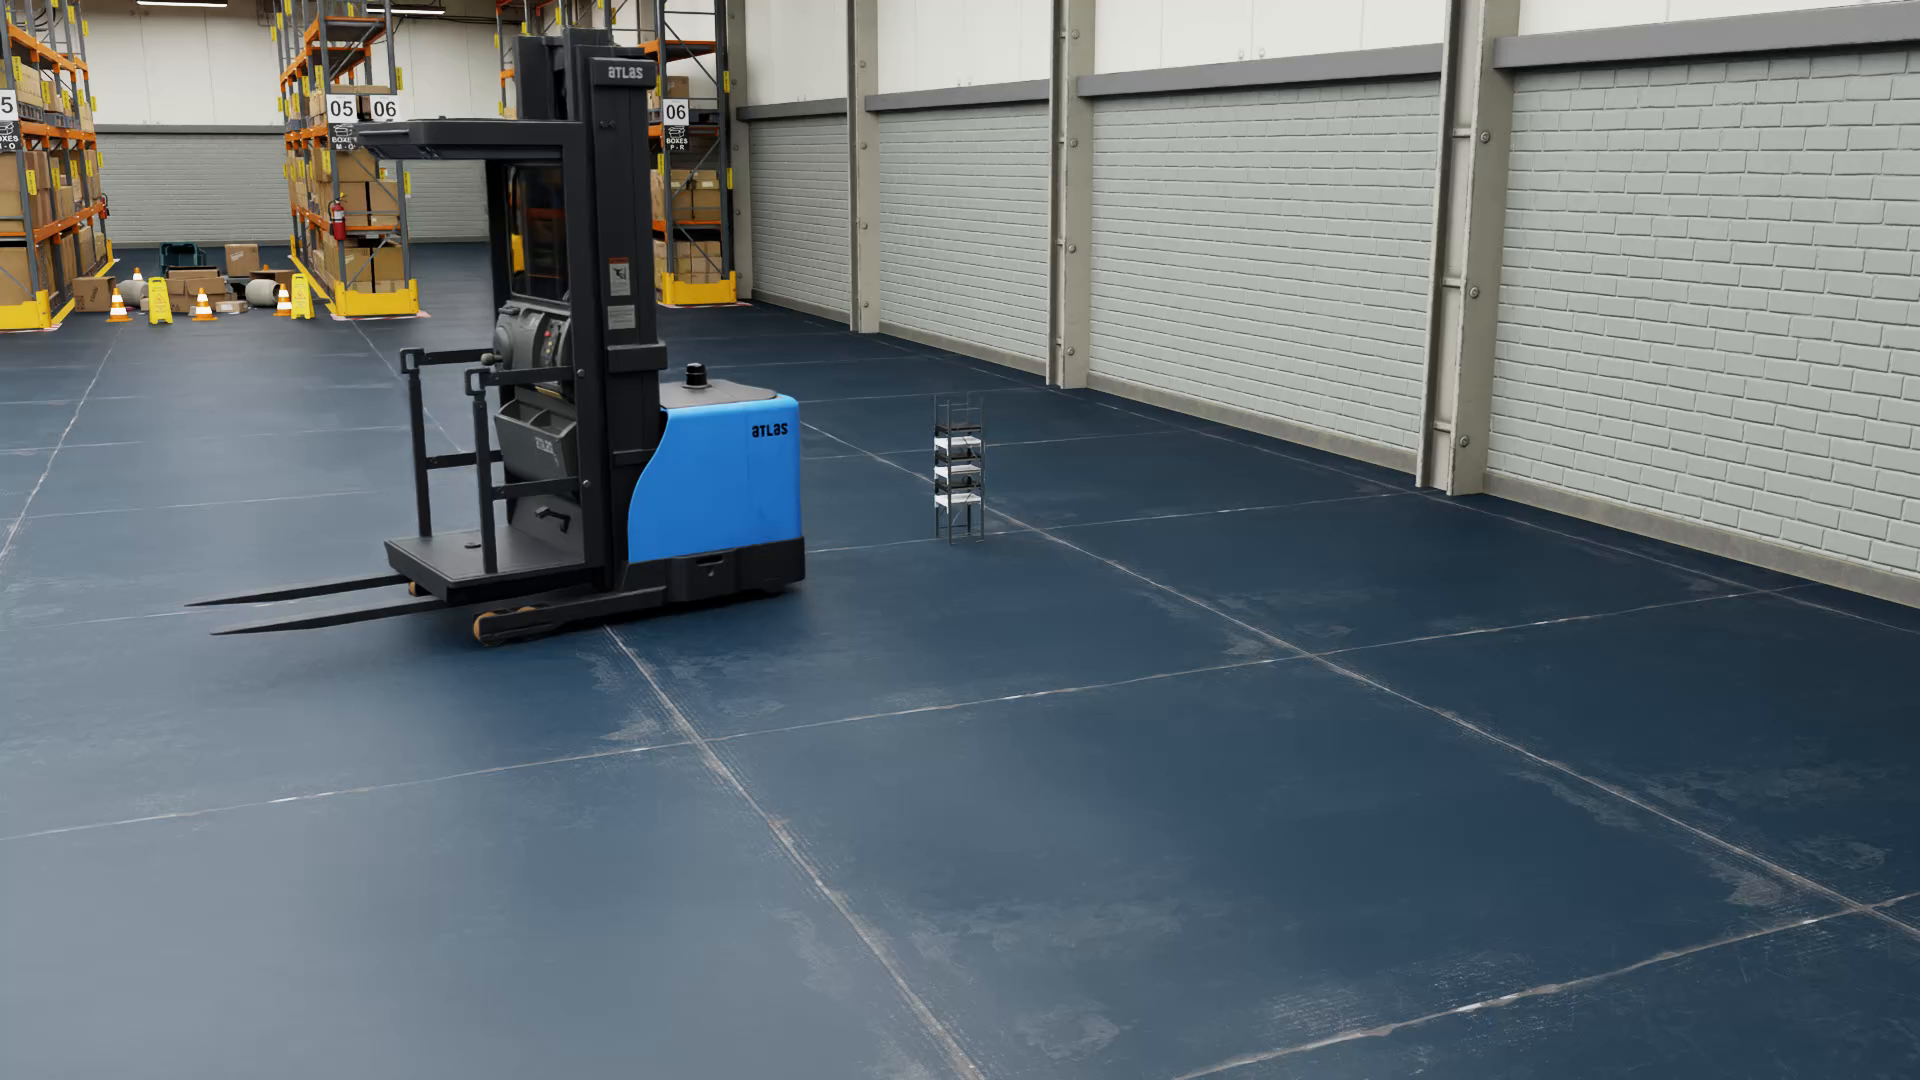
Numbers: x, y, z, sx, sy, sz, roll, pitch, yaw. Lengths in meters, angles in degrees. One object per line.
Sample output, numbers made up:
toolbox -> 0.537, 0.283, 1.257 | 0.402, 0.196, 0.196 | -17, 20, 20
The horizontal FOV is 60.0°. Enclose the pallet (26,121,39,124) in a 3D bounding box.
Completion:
pallet -> -15.290, -6.784, 26.803 | 0.805, 0.209, 1.217 | -6, 14, -25

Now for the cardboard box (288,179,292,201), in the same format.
cardboard box -> -15.260, -8.102, 38.502 | 0.500, 0.500, 0.500 | -6, 14, -23

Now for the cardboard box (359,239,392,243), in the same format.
cardboard box -> -9.694, -4.727, 27.644 | 0.500, 0.500, 0.500 | -5, 14, -22

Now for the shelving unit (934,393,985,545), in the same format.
shelving unit -> -0.003, -0.440, 10.276 | 0.258, 0.900, 0.210 | -6, 14, -23

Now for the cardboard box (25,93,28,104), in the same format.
cardboard box -> -13.524, -6.306, 23.714 | 0.380, 0.149, 0.250 | -6, 14, -23

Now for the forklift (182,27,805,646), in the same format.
forklift -> -2.349, -1.043, 8.374 | 3.031, 2.935, 1.130 | -9, 16, -34

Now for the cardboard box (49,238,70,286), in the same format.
cardboard box -> -15.592, -4.660, 27.908 | 1.050, 0.750, 0.750 | -6, 14, -23

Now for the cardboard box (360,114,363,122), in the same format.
cardboard box -> -8.999, -6.463, 25.545 | 0.380, 0.149, 0.250 | -6, 14, -23

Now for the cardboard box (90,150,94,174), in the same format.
cardboard box -> -18.639, -7.999, 35.179 | 0.500, 0.500, 0.500 | -6, 14, -25

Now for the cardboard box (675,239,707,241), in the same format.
cardboard box -> -4.456, -4.893, 27.810 | 0.500, 0.250, 0.500 | -6, 14, -23

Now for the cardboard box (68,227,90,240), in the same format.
cardboard box -> -17.359, -5.998, 32.581 | 0.500, 0.250, 0.500 | -5, 14, -20

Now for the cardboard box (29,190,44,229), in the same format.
cardboard box -> -13.815, -4.789, 24.078 | 0.875, 0.550, 0.550 | -6, 14, -23

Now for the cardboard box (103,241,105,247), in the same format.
cardboard box -> -19.212, -6.588, 36.913 | 0.380, 0.149, 0.250 | -6, 14, -24

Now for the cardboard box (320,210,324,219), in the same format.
cardboard box -> -10.550, -5.483, 27.964 | 0.380, 0.149, 0.250 | -6, 14, -23

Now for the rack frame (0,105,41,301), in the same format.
rack frame -> -13.275, -4.405, 22.750 | 1.000, 3.000, 0.127 | -6, 14, -23

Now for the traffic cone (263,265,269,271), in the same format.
traffic cone -> -12.162, -4.593, 29.189 | 0.336, 0.463, 0.334 | -6, 14, -23

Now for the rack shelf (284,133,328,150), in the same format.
rack shelf -> -14.388, -8.876, 37.012 | 1.077, 0.370, 4.000 | -6, 14, -23

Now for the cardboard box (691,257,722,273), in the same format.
cardboard box -> -4.232, -4.546, 27.419 | 0.500, 0.250, 0.500 | -5, 14, -22

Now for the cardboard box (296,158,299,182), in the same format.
cardboard box -> -13.445, -7.668, 34.411 | 0.500, 0.500, 0.500 | -6, 14, -23

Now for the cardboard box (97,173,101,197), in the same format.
cardboard box -> -19.269, -7.835, 36.687 | 0.500, 0.500, 0.500 | -5, 14, -22

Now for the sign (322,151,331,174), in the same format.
sign -> -9.297, -5.545, 24.407 | 0.100, 0.325, 0.005 | -6, 14, -23

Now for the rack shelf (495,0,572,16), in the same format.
rack shelf -> -9.842, -12.406, 38.239 | 1.077, 0.370, 4.000 | -6, 14, -23

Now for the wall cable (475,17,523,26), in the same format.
wall cable -> -11.731, -15.542, 45.229 | 2.988, 3.039, 0.133 | -6, 14, -23

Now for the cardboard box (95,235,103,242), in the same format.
cardboard box -> -18.768, -6.521, 35.963 | 0.380, 0.149, 0.250 | -5, 14, -21

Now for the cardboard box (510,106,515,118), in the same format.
cardboard box -> -10.295, -10.081, 39.185 | 0.500, 0.250, 0.500 | -6, 14, -24

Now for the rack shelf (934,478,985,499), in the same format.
rack shelf -> -0.003, -0.320, 10.303 | 0.258, 0.077, 0.200 | -6, 14, -23

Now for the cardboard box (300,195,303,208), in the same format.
cardboard box -> -13.062, -6.846, 33.630 | 0.500, 0.250, 0.500 | -6, 14, -24

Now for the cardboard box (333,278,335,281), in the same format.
cardboard box -> -9.551, -3.988, 26.116 | 0.500, 0.250, 0.500 | -6, 14, -23

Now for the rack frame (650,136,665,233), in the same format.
rack frame -> -5.836, -6.148, 30.283 | 1.000, 3.000, 0.127 | -6, 14, -23

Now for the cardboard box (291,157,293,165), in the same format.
cardboard box -> -14.225, -8.066, 36.129 | 0.500, 0.500, 0.500 | -6, 14, -24

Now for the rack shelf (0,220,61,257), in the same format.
rack shelf -> -14.077, -4.468, 24.616 | 1.077, 0.370, 4.000 | -6, 14, -23

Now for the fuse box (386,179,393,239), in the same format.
fuse box -> -15.487, -8.873, 44.914 | 0.539, 1.711, 0.414 | -6, 14, -23

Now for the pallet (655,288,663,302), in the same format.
pallet -> -4.578, -4.118, 27.693 | 1.003, 0.211, 1.213 | -6, 14, -23

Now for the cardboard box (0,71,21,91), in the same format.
cardboard box -> -13.234, -6.314, 22.867 | 0.500, 0.250, 0.500 | -6, 14, -23

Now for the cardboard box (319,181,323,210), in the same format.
cardboard box -> -10.239, -5.675, 27.357 | 0.500, 0.500, 0.500 | -6, 14, -23

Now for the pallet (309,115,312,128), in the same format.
pallet -> -10.532, -7.206, 28.618 | 1.213, 0.211, 1.003 | -6, 14, -23

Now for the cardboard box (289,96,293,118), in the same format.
cardboard box -> -13.500, -8.858, 34.187 | 0.500, 0.500, 0.500 | -6, 14, -24

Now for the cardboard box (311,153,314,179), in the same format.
cardboard box -> -10.044, -6.056, 26.784 | 0.700, 0.500, 0.500 | -6, 14, -24

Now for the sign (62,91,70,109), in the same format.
sign -> -15.968, -7.858, 29.695 | 0.100, 0.325, 0.005 | -6, 14, -23

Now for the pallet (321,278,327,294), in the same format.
pallet -> -10.696, -4.501, 29.351 | 1.003, 0.211, 1.213 | -6, 14, -23

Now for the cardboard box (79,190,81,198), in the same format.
cardboard box -> -17.637, -6.848, 32.934 | 0.380, 0.149, 0.250 | -6, 14, -23

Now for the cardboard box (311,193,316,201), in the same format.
cardboard box -> -11.784, -6.343, 30.750 | 0.380, 0.149, 0.250 | -6, 14, -23

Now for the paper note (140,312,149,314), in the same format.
paper note -> -12.331, -3.426, 25.110 | 0.144, 0.017, 0.142 | -1, 13, -4

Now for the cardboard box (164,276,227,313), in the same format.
cardboard box -> -11.804, -3.791, 25.633 | 0.637, 0.503, 0.797 | 6, 14, 26

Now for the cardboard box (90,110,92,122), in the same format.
cardboard box -> -19.267, -9.270, 36.343 | 0.500, 0.250, 0.500 | -6, 14, -25

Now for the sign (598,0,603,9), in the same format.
sign -> -6.328, -9.513, 29.270 | 0.100, 0.325, 0.005 | -6, 14, -23

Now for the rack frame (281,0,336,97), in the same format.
rack frame -> -13.587, -10.275, 34.807 | 1.000, 3.000, 0.127 | -6, 14, -23

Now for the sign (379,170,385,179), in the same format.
sign -> -9.889, -6.172, 28.463 | 0.100, 0.325, 0.005 | -6, 14, -23

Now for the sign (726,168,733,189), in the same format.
sign -> -3.723, -5.831, 26.817 | 0.100, 0.325, 0.005 | -6, 14, -23

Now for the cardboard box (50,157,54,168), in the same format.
cardboard box -> -15.898, -6.290, 28.454 | 0.700, 0.500, 0.500 | -6, 14, -24

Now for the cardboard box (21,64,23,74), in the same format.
cardboard box -> -13.420, -6.640, 23.392 | 0.380, 0.149, 0.250 | -5, 14, -22

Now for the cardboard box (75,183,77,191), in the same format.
cardboard box -> -17.322, -6.831, 32.198 | 0.380, 0.149, 0.250 | -6, 15, -26

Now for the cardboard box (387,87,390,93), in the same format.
cardboard box -> -8.927, -6.859, 25.488 | 0.380, 0.149, 0.250 | -6, 14, -23
